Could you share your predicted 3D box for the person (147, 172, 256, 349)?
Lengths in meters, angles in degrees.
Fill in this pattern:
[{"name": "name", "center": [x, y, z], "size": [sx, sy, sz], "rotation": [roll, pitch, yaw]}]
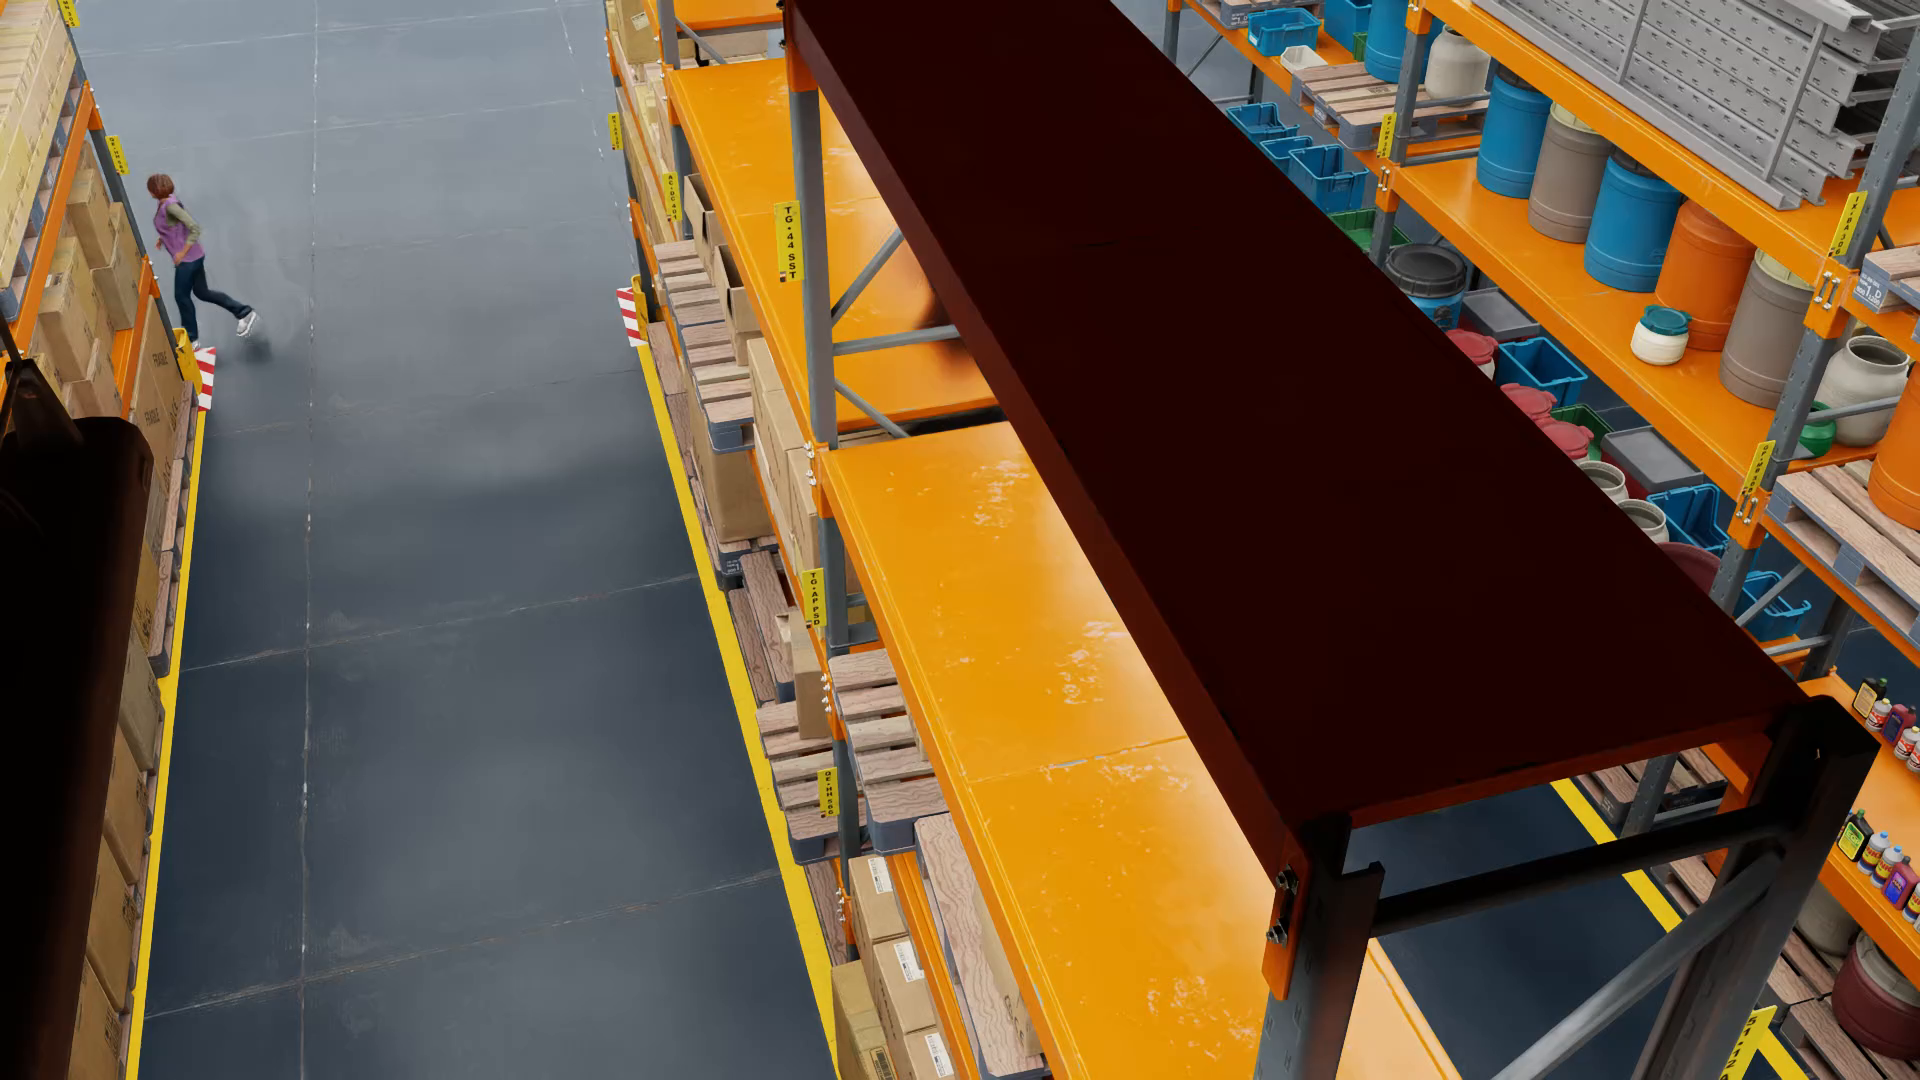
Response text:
[{"name": "person", "center": [-6.829, -2.510, 14.734], "size": [0.800, 1.540, 0.656], "rotation": [-15, 41, -18]}]
